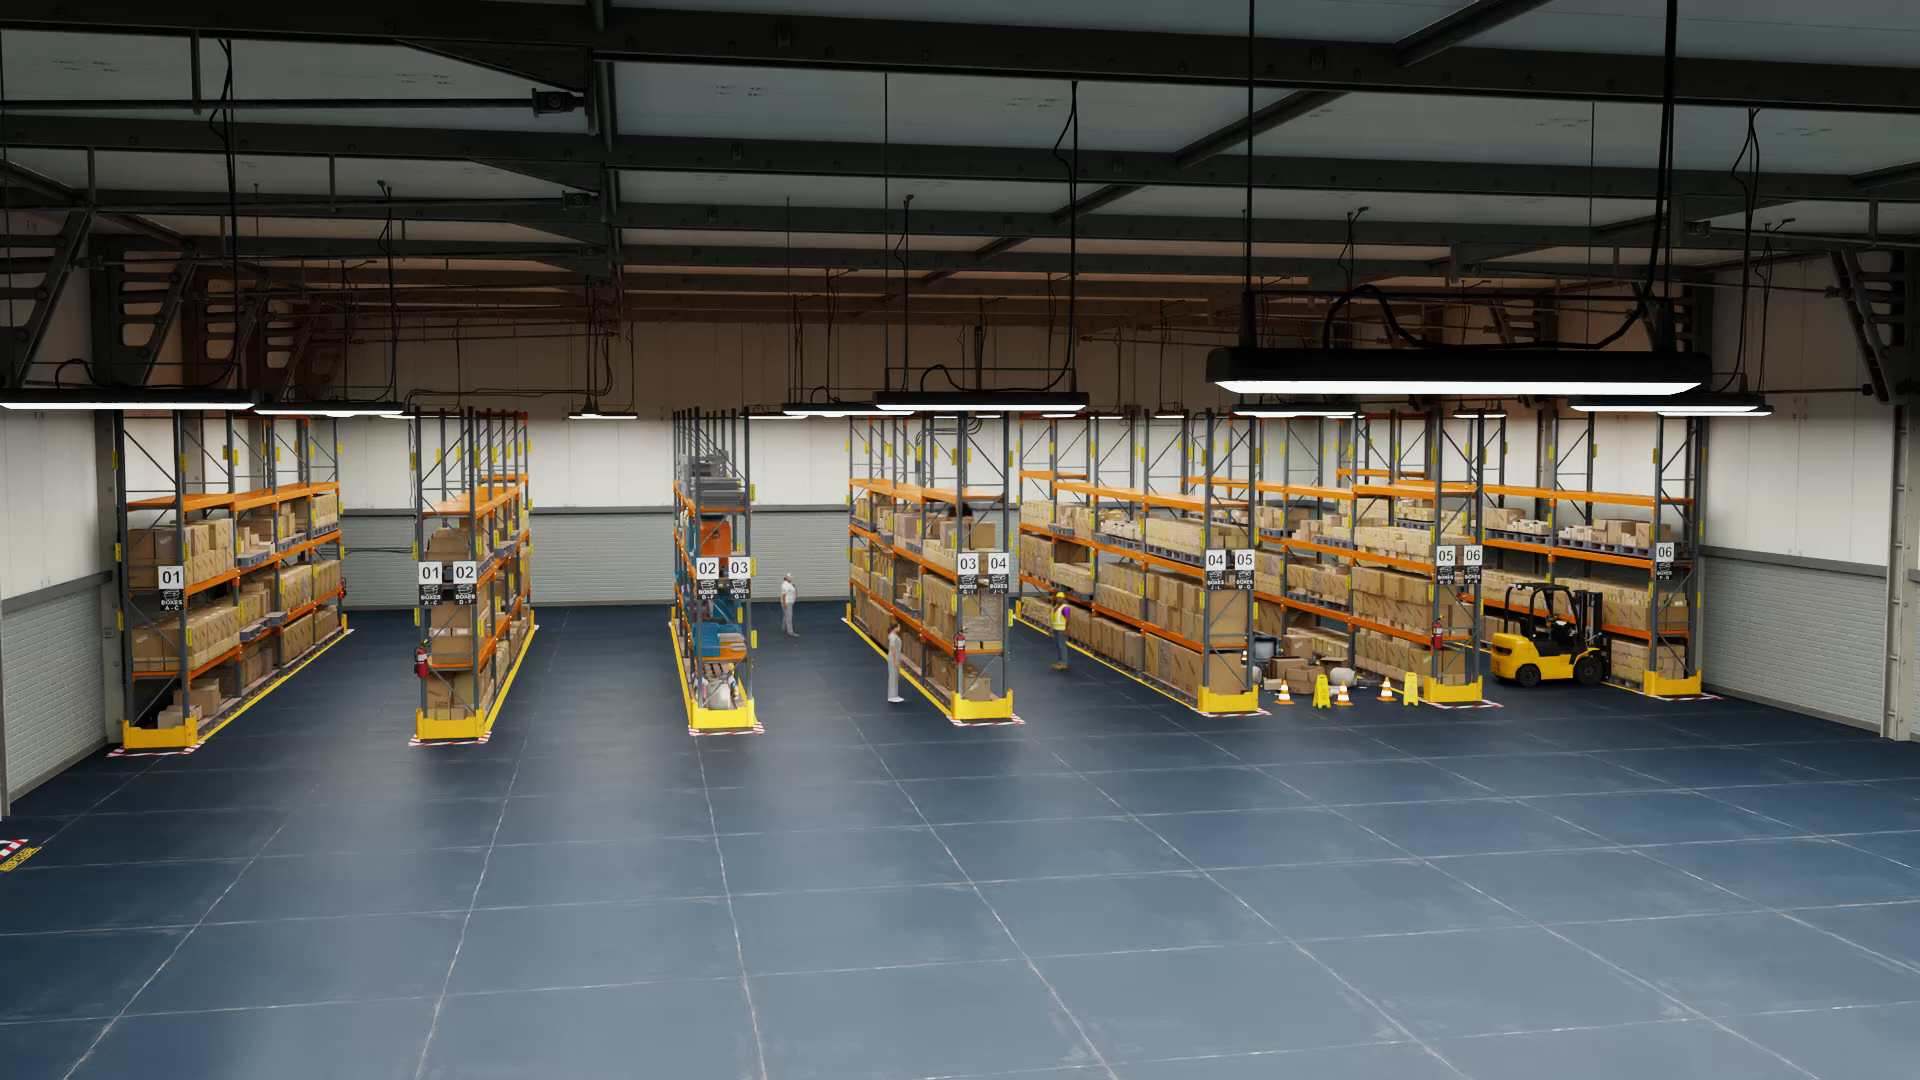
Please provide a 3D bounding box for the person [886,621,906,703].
[{"bbox_3d":[-1.338,2.487,33.952,0.423,1.673,0.502,1,4,9],"label":"person"}]

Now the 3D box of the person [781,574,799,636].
[{"bbox_3d":[-4.568,1.745,44.662,0.562,1.688,0.573,1,4,16],"label":"person"}]

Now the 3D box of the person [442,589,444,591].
[{"bbox_3d":[-13.733,1.710,44.385,0.554,1.740,0.580,1,4,9],"label":"person"}]

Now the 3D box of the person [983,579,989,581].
[{"bbox_3d":[0.673,1.740,44.061,0.684,1.727,0.945,-1,4,-16],"label":"person"}]

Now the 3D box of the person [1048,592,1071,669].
[{"bbox_3d":[2.315,2.093,38.534,0.374,1.762,0.625,-3,5,-33],"label":"person"}]
